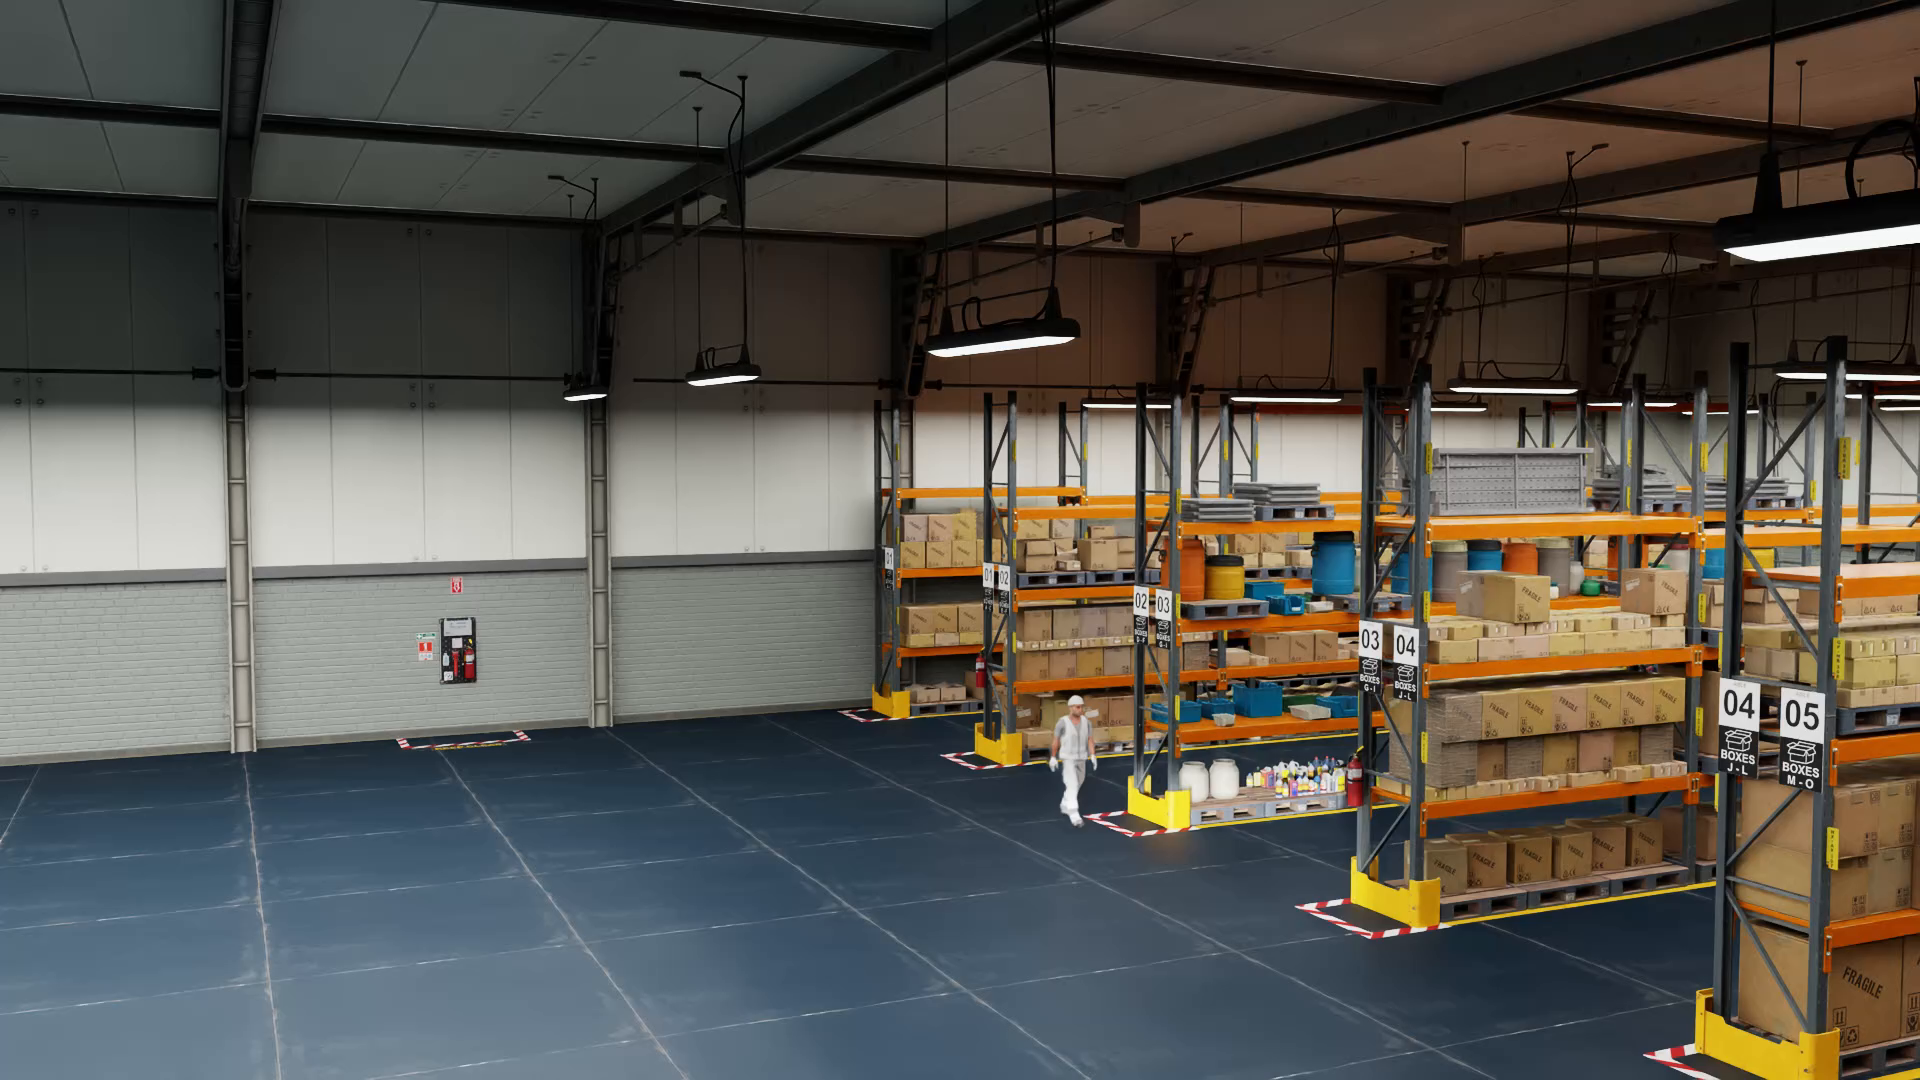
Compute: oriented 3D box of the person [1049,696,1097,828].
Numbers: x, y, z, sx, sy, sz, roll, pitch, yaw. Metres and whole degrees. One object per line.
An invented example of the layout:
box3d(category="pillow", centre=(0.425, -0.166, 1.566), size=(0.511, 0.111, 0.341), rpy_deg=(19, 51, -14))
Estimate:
box3d(category="person", centre=(1.553, 2.984, 22.616), size=(0.587, 1.732, 1.099), rpy_deg=(-2, 4, -31))
